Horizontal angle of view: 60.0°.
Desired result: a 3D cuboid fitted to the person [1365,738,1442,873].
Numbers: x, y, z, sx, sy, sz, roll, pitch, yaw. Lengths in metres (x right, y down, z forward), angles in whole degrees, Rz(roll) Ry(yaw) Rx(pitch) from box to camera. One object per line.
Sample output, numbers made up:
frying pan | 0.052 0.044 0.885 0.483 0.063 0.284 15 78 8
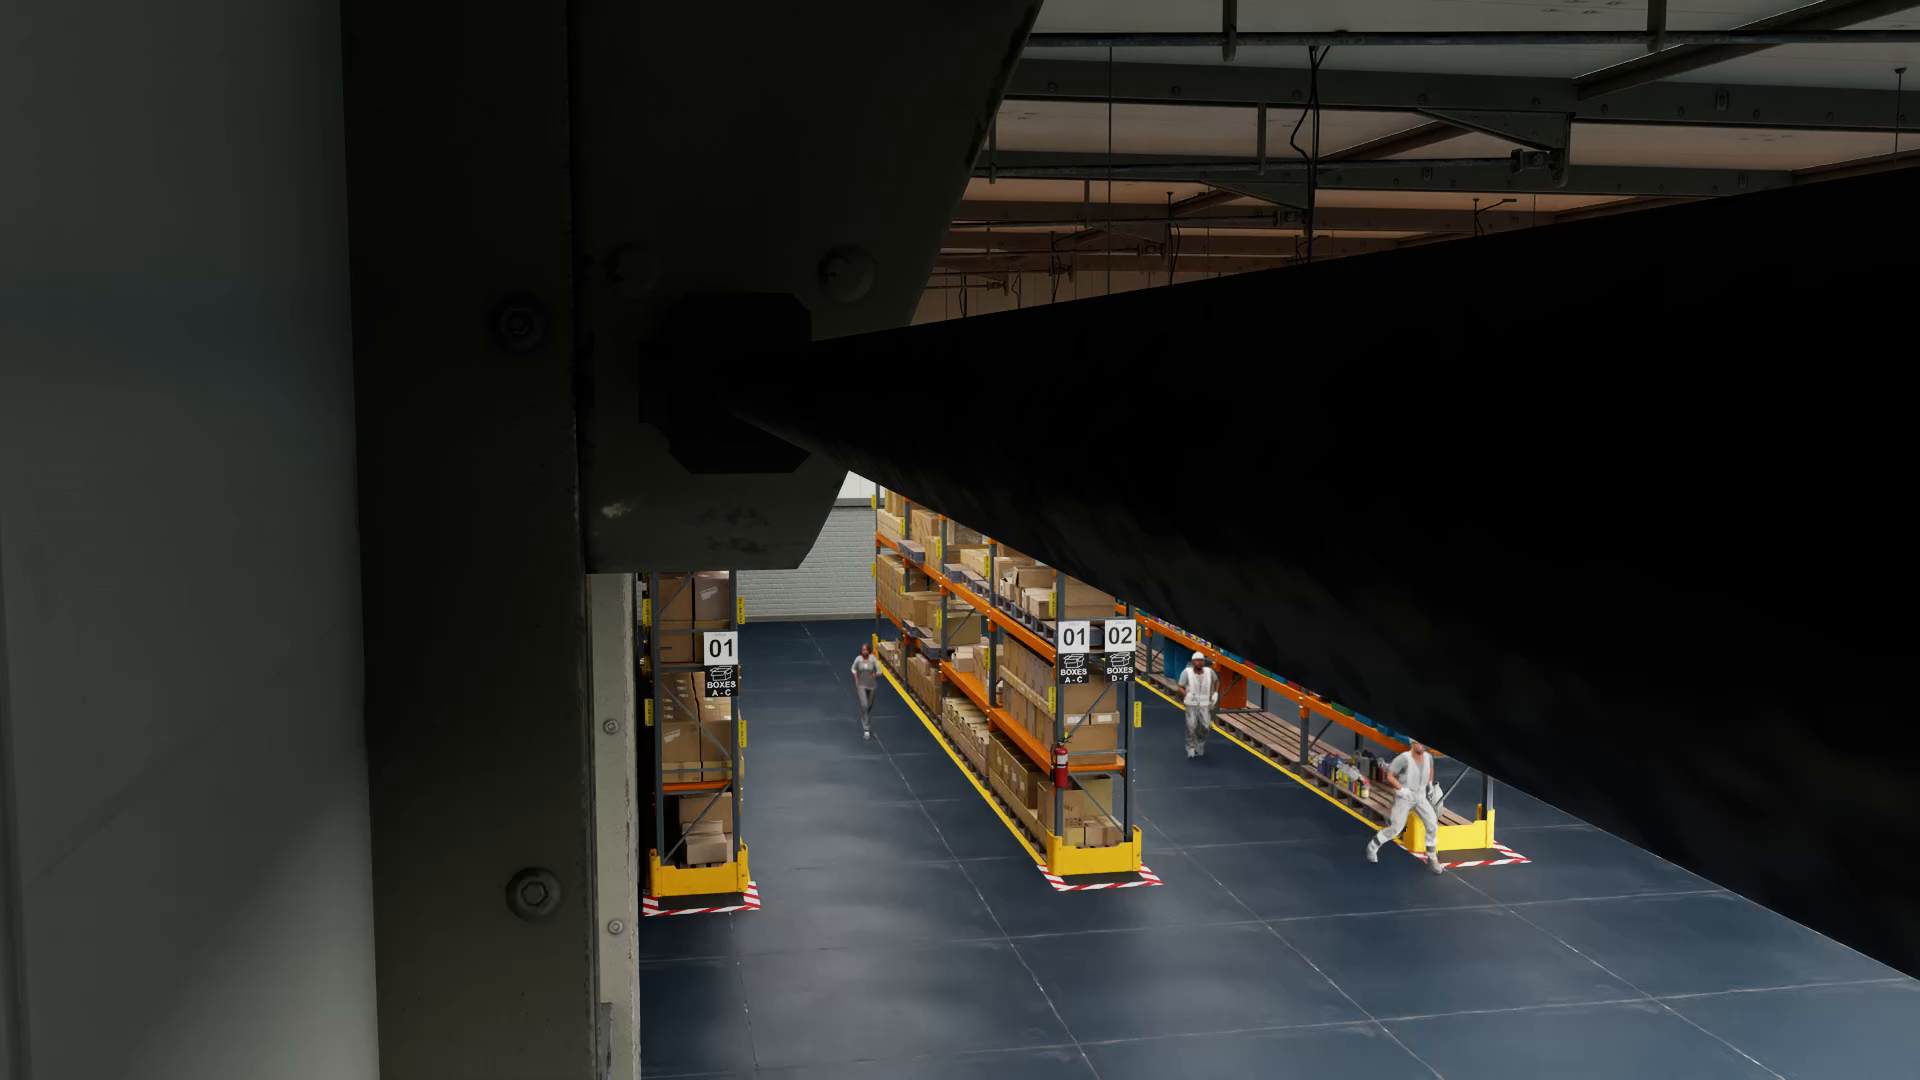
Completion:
person | 5.698 3.303 21.127 0.899 1.774 0.766 -3 6 -25

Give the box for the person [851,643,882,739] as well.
person | -1.610 2.578 28.836 0.525 1.611 0.820 -1 6 -9

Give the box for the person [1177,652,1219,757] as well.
person | 3.893 2.687 27.009 0.720 1.747 0.635 0 6 -4
